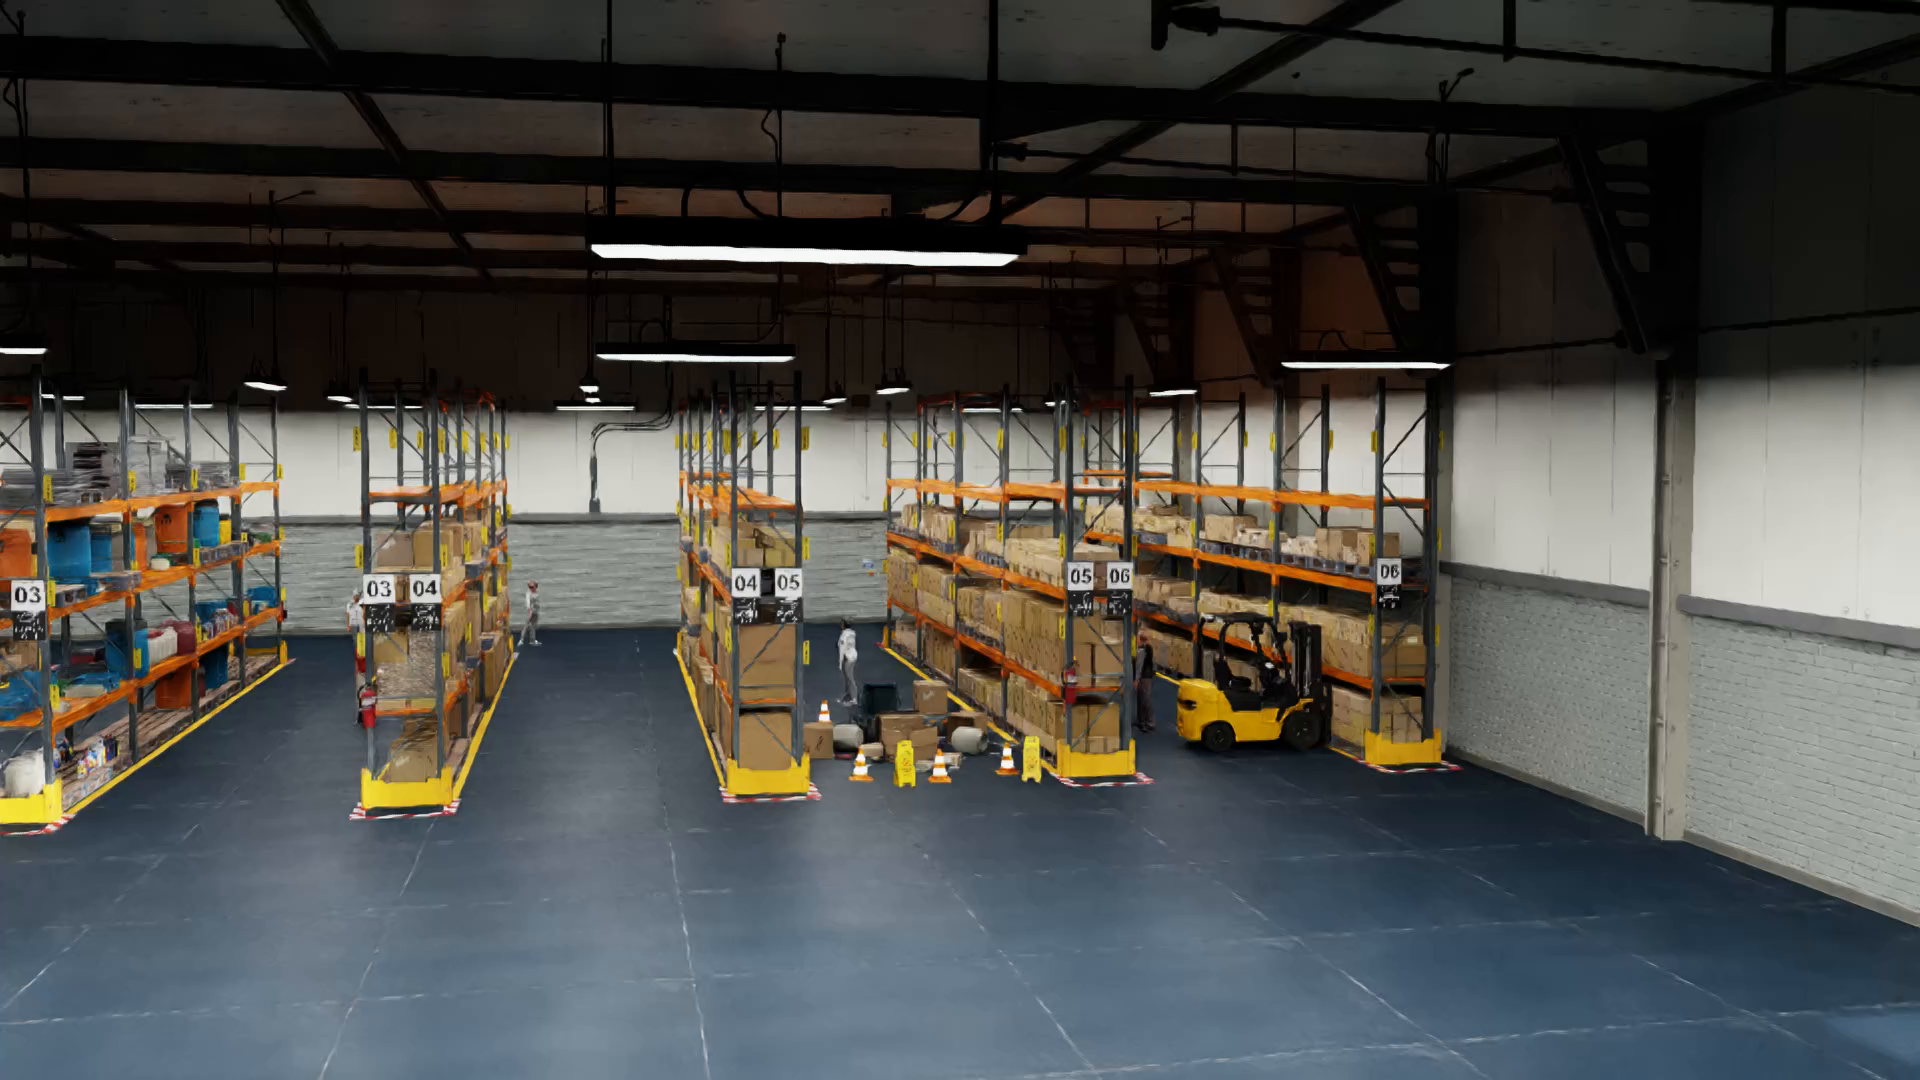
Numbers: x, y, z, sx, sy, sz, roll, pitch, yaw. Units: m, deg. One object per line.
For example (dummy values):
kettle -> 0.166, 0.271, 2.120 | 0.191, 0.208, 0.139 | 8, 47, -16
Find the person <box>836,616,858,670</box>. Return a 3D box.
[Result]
person -> -2.120, 1.944, 31.466 | 0.363, 0.993, 0.546 | 1, 4, 18

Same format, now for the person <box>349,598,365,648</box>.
person -> -13.885, 1.996, 38.436 | 0.453, 1.318, 0.919 | -1, 3, -10

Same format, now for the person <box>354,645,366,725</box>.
person -> -10.422, 2.415, 29.381 | 0.541, 1.628, 1.112 | -1, 4, -14

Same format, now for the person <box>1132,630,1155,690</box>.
person -> 3.177, 2.066, 28.707 | 0.375, 1.015, 0.626 | 1, 4, 19

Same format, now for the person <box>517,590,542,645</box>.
person -> -10.559, 1.901, 40.689 | 0.425, 1.372, 0.586 | 1, 4, 23
